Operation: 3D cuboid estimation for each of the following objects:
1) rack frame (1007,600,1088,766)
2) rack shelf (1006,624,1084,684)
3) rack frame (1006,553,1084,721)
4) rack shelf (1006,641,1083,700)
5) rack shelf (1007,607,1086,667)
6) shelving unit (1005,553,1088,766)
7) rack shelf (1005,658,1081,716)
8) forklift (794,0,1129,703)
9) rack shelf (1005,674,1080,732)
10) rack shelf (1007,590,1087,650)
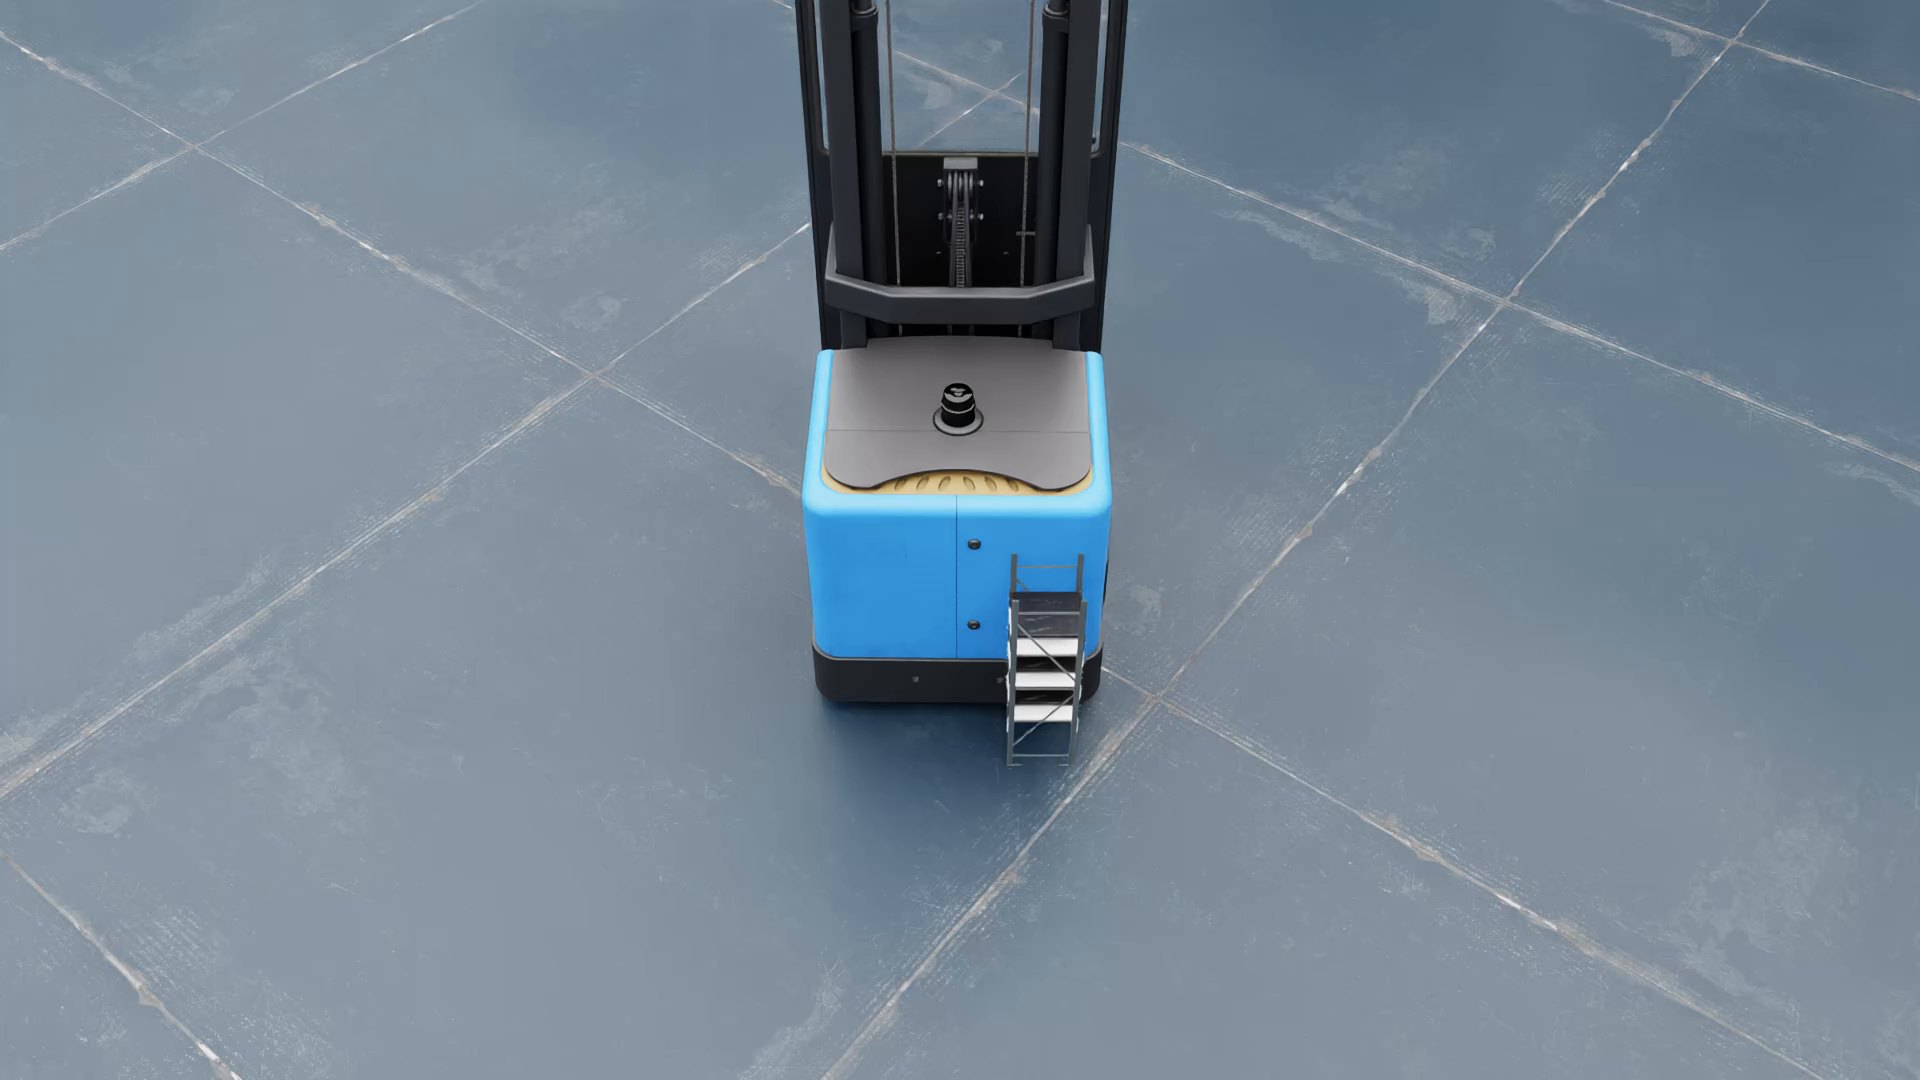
[{"bbox_3d":[0.288,0.502,5.648,0.240,0.900,0.006,0,47,0],"label":"rack frame"},{"bbox_3d":[0.289,0.389,5.676,0.258,0.077,0.200,0,47,0],"label":"rack shelf"},{"bbox_3d":[0.289,0.354,5.787,0.240,0.900,0.006,0,47,0],"label":"rack frame"},{"bbox_3d":[0.289,0.451,5.742,0.258,0.077,0.200,0,47,0],"label":"rack shelf"},{"bbox_3d":[0.289,0.328,5.611,0.258,0.077,0.200,0,47,0],"label":"rack shelf"},{"bbox_3d":[0.289,0.428,5.718,0.258,0.900,0.210,0,47,0],"label":"shelving unit"},{"bbox_3d":[0.289,0.513,5.807,0.258,0.077,0.200,0,47,0],"label":"rack shelf"},{"bbox_3d":[0.008,-1.463,6.120,1.130,2.935,3.031,1,46,0],"label":"forklift"},{"bbox_3d":[0.289,0.574,5.873,0.258,0.077,0.200,0,47,0],"label":"rack shelf"},{"bbox_3d":[0.289,0.266,5.545,0.258,0.077,0.200,0,47,0],"label":"rack shelf"}]
